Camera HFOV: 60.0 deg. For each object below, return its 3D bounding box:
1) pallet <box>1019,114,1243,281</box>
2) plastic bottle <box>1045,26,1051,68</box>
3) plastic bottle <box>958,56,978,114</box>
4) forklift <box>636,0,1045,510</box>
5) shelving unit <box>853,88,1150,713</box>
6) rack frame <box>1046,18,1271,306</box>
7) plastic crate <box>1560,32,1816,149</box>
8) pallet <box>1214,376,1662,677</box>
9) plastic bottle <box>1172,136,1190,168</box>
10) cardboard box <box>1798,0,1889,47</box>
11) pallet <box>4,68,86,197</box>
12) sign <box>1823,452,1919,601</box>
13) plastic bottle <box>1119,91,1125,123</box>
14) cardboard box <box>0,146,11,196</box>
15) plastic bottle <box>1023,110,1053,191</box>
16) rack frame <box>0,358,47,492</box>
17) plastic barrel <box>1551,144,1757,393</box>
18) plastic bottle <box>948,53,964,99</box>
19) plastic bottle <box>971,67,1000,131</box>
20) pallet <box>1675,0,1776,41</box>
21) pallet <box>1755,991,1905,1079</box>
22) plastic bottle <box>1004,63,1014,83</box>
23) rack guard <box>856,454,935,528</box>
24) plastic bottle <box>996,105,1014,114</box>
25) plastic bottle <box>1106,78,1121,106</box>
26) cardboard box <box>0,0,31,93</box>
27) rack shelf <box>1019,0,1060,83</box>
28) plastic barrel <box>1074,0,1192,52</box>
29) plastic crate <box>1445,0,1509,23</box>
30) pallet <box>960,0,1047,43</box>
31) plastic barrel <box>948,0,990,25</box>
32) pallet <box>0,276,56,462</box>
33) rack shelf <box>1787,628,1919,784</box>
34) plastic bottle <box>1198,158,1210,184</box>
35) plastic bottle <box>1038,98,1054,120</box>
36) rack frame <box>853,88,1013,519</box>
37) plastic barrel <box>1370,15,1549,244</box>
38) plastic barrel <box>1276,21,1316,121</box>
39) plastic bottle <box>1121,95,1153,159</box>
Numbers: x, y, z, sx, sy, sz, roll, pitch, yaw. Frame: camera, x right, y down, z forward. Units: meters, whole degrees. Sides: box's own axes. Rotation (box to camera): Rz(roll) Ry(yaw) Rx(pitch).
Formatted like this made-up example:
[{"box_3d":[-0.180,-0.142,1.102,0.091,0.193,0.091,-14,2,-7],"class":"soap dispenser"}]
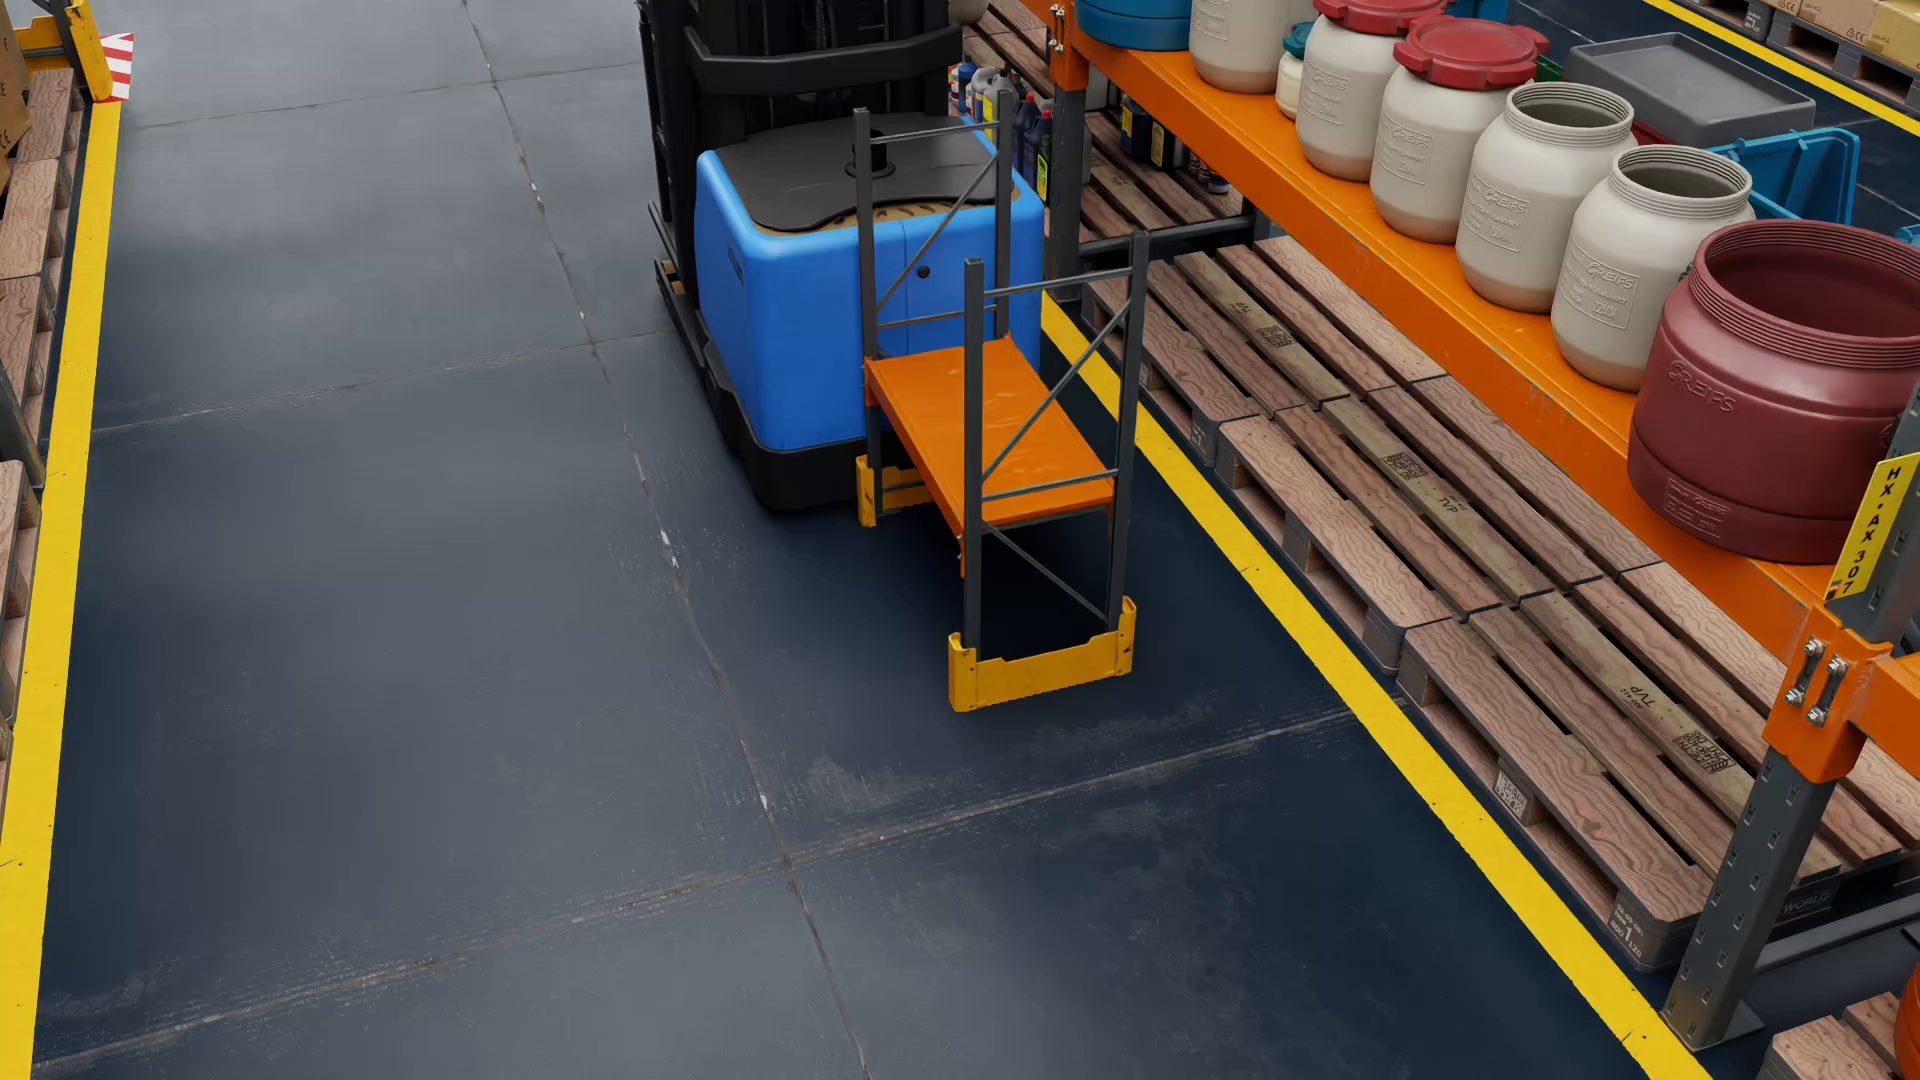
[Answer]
[{"box_3d":[0.671,-1.608,7.709,1.003,0.211,1.213,-12,39,-16],"class":"pallet"},{"box_3d":[0.491,-2.567,8.557,0.061,0.283,0.133,-12,39,-16],"class":"plastic bottle"},{"box_3d":[0.040,-2.226,8.114,0.097,0.271,0.097,0,37,0],"class":"plastic bottle"},{"box_3d":[-0.663,-2.163,6.185,1.130,2.935,3.031,-12,39,-15],"class":"forklift"},{"box_3d":[0.090,-0.434,5.080,0.587,1.500,1.083,-12,39,-15],"class":"shelving unit"},{"box_3d":[0.863,-2.334,6.355,1.000,3.000,0.127,-12,39,-16],"class":"rack frame"},{"box_3d":[1.971,-1.076,4.632,0.402,0.464,0.583,-12,39,-16],"class":"plastic crate"},{"box_3d":[1.593,-0.094,5.699,1.003,0.211,1.213,-12,39,-16],"class":"pallet"},{"box_3d":[1.028,-1.869,7.637,0.152,0.276,0.135,-11,38,-14],"class":"plastic bottle"},{"box_3d":[4.988,-2.928,9.080,0.500,0.250,0.500,-12,39,-16],"class":"cardboard box"},{"box_3d":[-4.891,-1.945,8.157,1.003,0.211,1.213,-12,39,-16],"class":"pallet"},{"box_3d":[1.725,-0.021,3.150,0.100,0.325,0.005,-12,39,-16],"class":"sign"},{"box_3d":[0.824,-2.144,8.005,0.097,0.271,0.097,0,37,0],"class":"plastic bottle"},{"box_3d":[-4.529,-1.693,7.233,0.500,0.500,0.500,-9,38,-12],"class":"cardboard box"},{"box_3d":[0.371,-1.755,7.423,0.144,0.351,0.185,-13,39,-17],"class":"plastic bottle"},{"box_3d":[-3.787,-1.308,4.994,1.000,3.000,0.127,-12,39,-16],"class":"rack frame"},{"box_3d":[1.685,-0.656,4.034,0.421,0.512,0.421,0,37,0],"class":"plastic barrel"},{"box_3d":[-0.030,-2.340,8.266,0.097,0.271,0.097,0,37,0],"class":"plastic bottle"},{"box_3d":[0.141,-2.109,7.955,0.152,0.276,0.135,-12,39,-15],"class":"plastic bottle"},{"box_3d":[4.857,-3.392,10.077,1.003,0.211,1.213,-12,39,-16],"class":"pallet"},{"box_3d":[2.550,1.477,3.614,1.003,0.211,1.213,-12,39,-16],"class":"pallet"},{"box_3d":[0.241,-2.134,7.983,0.061,0.283,0.133,-12,39,-16],"class":"plastic bottle"},{"box_3d":[-0.072,-0.219,5.832,0.587,0.250,0.087,-12,39,-15],"class":"rack guard"},{"box_3d":[0.210,-1.920,7.698,0.061,0.283,0.133,-10,38,-13],"class":"plastic bottle"},{"box_3d":[0.764,-2.340,8.200,0.144,0.351,0.185,-13,39,-16],"class":"plastic bottle"},{"box_3d":[-4.965,-2.381,8.146,0.500,0.500,0.500,-6,37,-7],"class":"cardboard box"},{"box_3d":[0.175,-3.176,8.071,1.077,0.370,4.000,-12,39,-16],"class":"rack shelf"},{"box_3d":[0.711,-2.253,5.831,0.600,0.901,0.708,-12,39,-16],"class":"plastic barrel"},{"box_3d":[1.535,-1.769,5.618,0.392,0.384,0.575,-12,39,-16],"class":"plastic crate"},{"box_3d":[-0.169,-2.986,9.539,1.003,0.211,1.213,-12,39,-16],"class":"pallet"},{"box_3d":[-0.043,-3.128,9.129,0.421,0.512,0.421,0,37,0],"class":"plastic barrel"},{"box_3d":[-4.052,-0.566,6.327,1.003,0.211,1.213,-12,39,-16],"class":"pallet"},{"box_3d":[2.928,1.343,2.072,1.077,0.370,4.000,-12,39,-16],"class":"rack shelf"},{"box_3d":[1.130,-1.720,7.500,0.097,0.201,0.097,0,37,0],"class":"plastic bottle"},{"box_3d":[0.435,-1.879,7.649,0.152,0.276,0.135,-12,39,-16],"class":"plastic bottle"},{"box_3d":[-0.079,-0.729,5.471,0.500,1.500,0.032,-12,39,-15],"class":"rack frame"},{"box_3d":[1.388,-1.143,4.662,0.433,0.535,0.433,0,37,0],"class":"plastic barrel"},{"box_3d":[1.174,-1.499,5.362,0.301,0.262,0.301,0,37,0],"class":"plastic barrel"},{"box_3d":[0.839,-1.963,7.700,0.144,0.351,0.185,-12,39,-16],"class":"plastic bottle"}]
